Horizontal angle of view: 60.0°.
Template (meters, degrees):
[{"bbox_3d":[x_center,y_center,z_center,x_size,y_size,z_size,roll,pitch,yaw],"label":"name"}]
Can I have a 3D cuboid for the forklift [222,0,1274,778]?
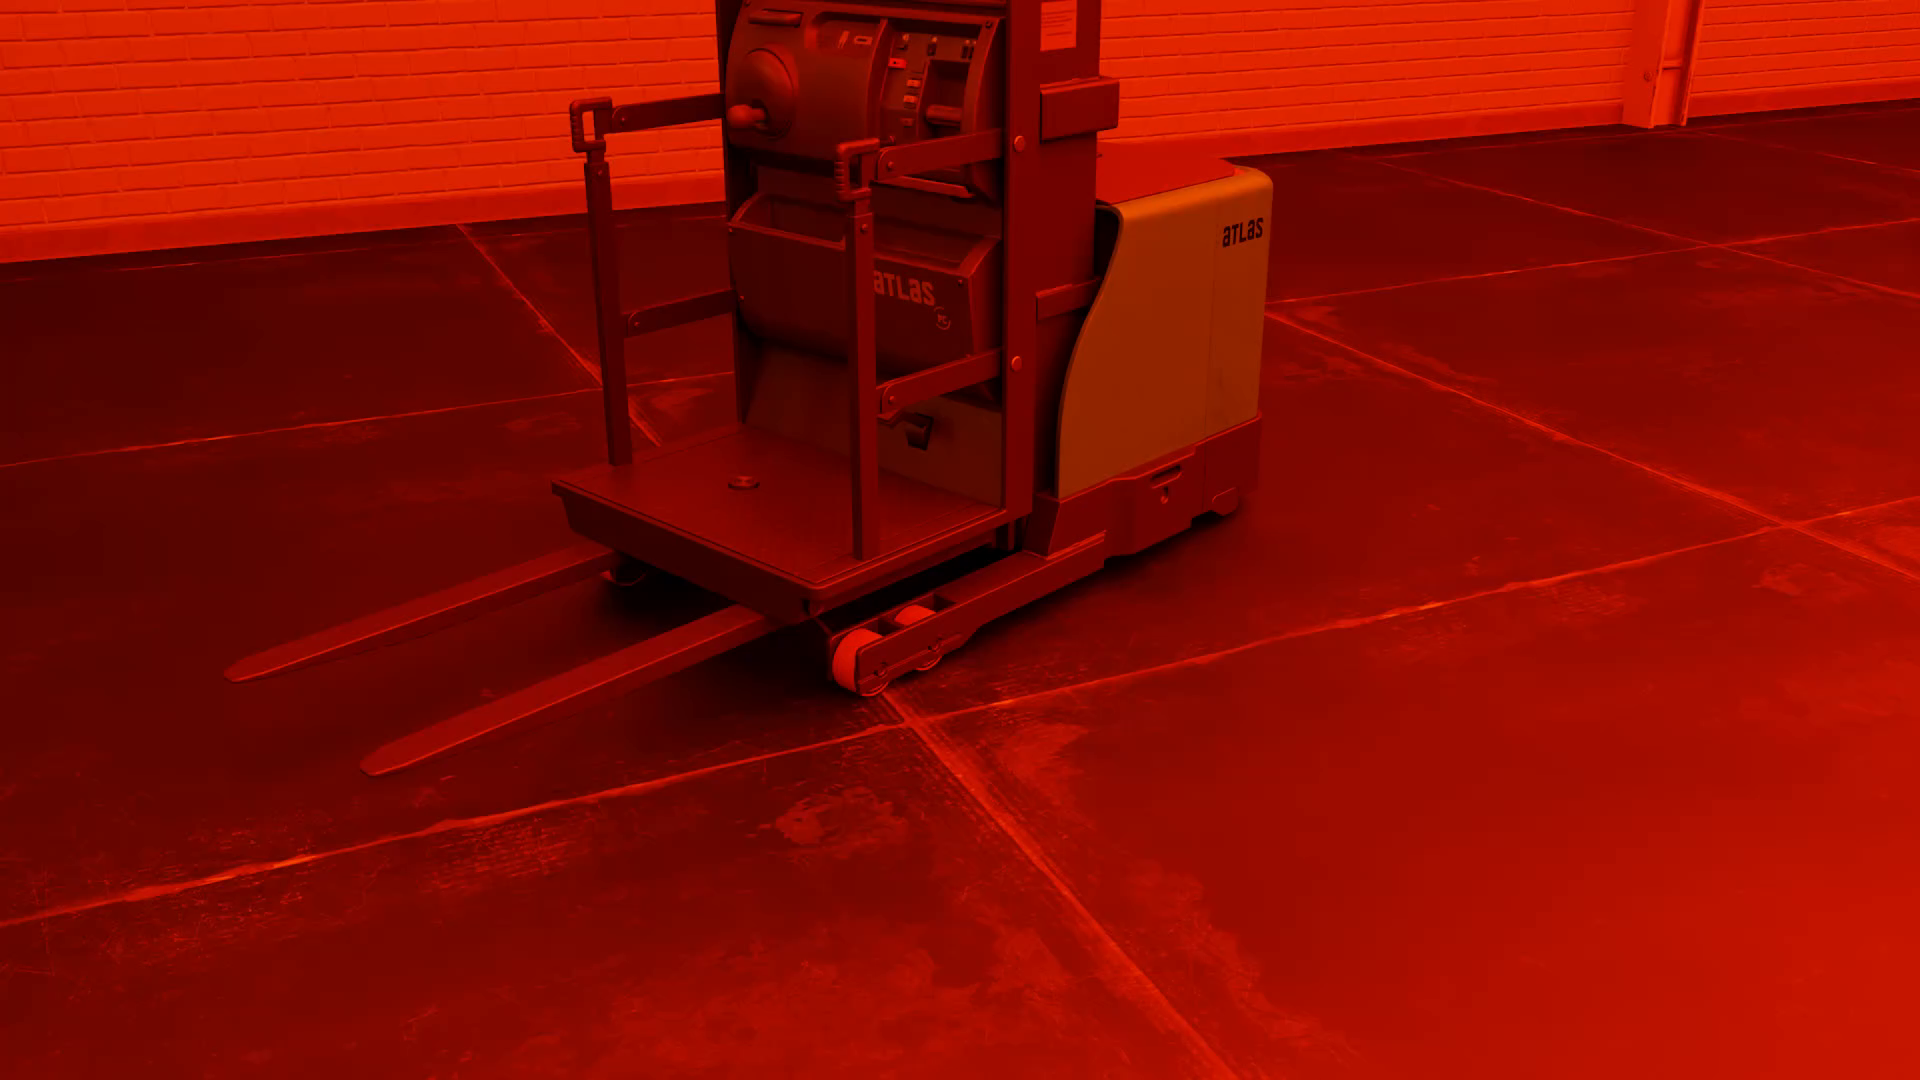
[{"bbox_3d":[-0.413,-1.182,4.131,1.130,2.935,3.031,19,29,39],"label":"forklift"}]
